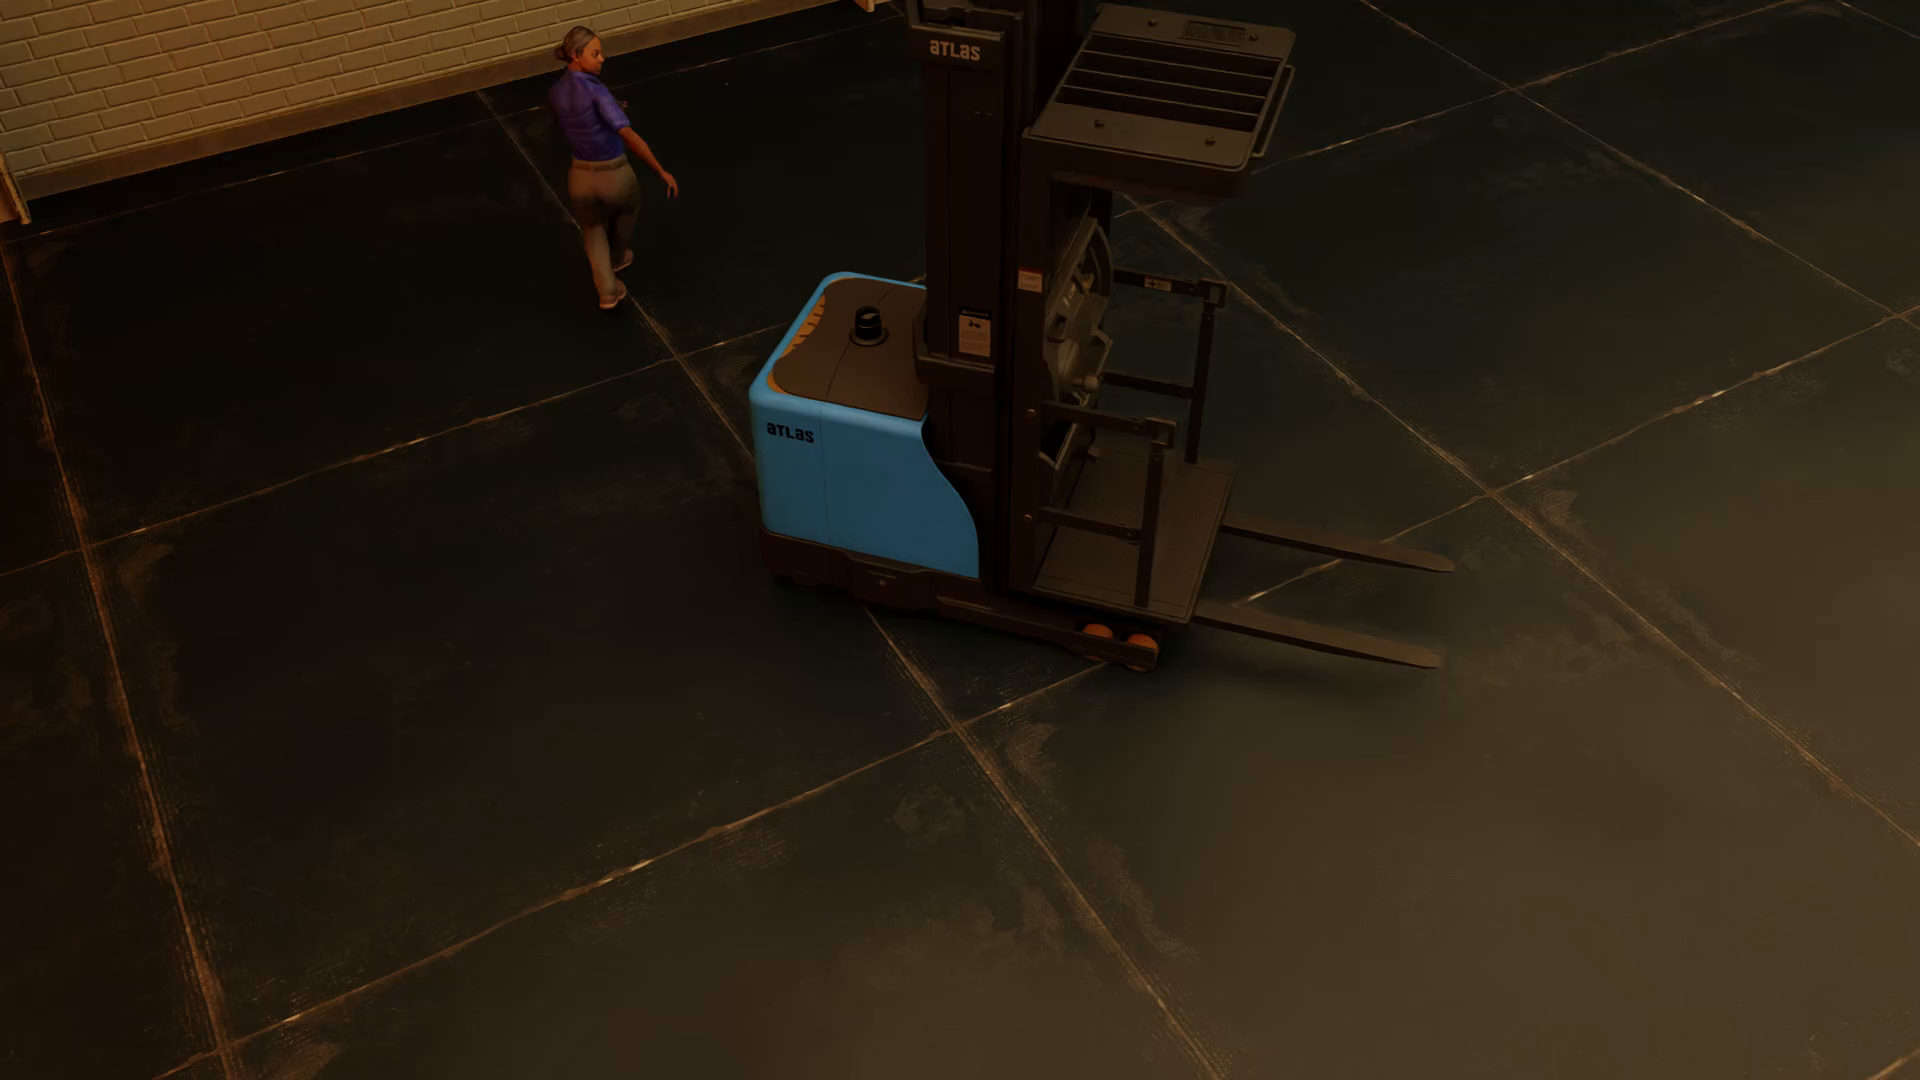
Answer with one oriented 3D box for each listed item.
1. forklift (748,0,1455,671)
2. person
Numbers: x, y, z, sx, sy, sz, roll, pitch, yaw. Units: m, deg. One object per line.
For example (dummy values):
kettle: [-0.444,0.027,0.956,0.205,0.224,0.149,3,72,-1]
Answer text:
forklift: [0.667,-0.913,6.682,3.031,2.935,1.130,12,44,13]
person: [-1.812,-1.995,8.929,0.757,1.504,0.808,7,43,8]
